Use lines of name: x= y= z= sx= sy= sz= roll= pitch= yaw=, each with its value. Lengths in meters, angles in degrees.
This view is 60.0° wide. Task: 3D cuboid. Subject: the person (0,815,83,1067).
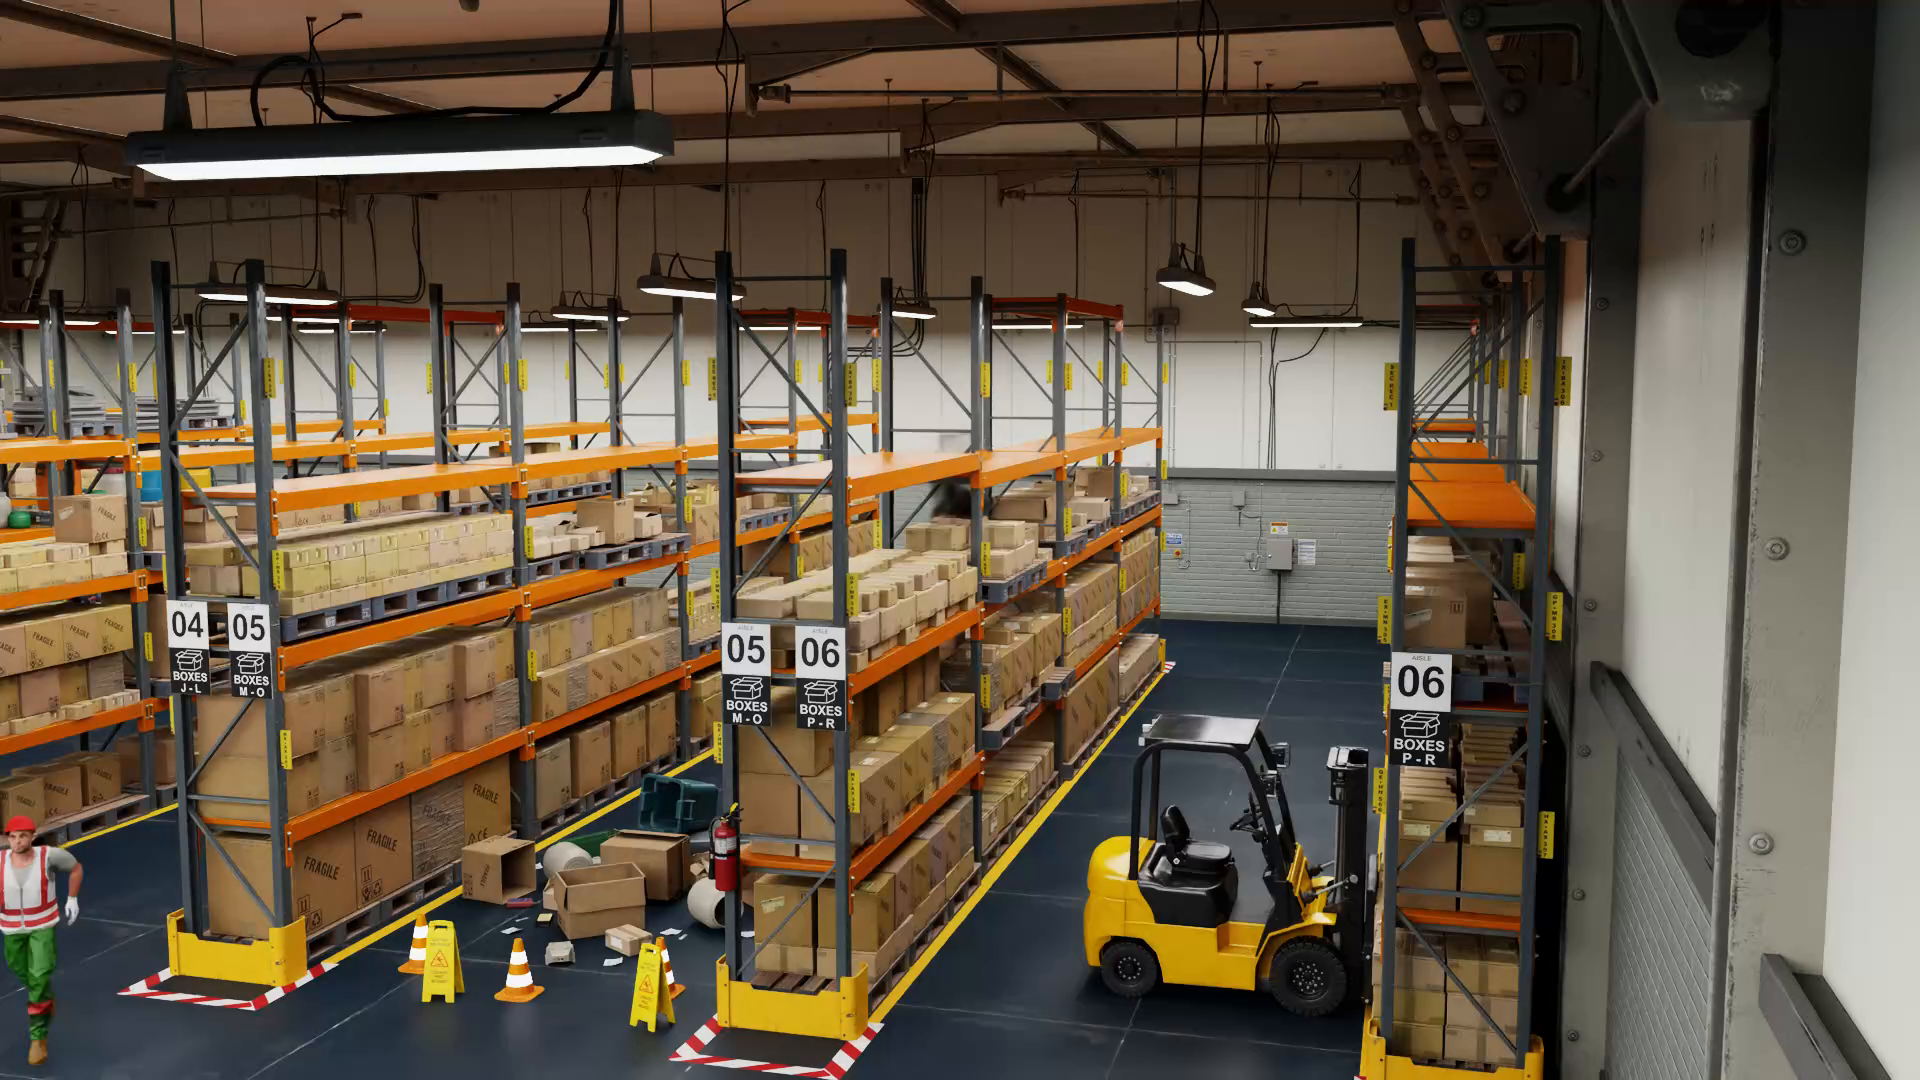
person: x=-7.046 y=2.947 z=12.588 sx=0.675 sy=1.802 sz=0.933 roll=-1 pitch=6 yaw=-13
